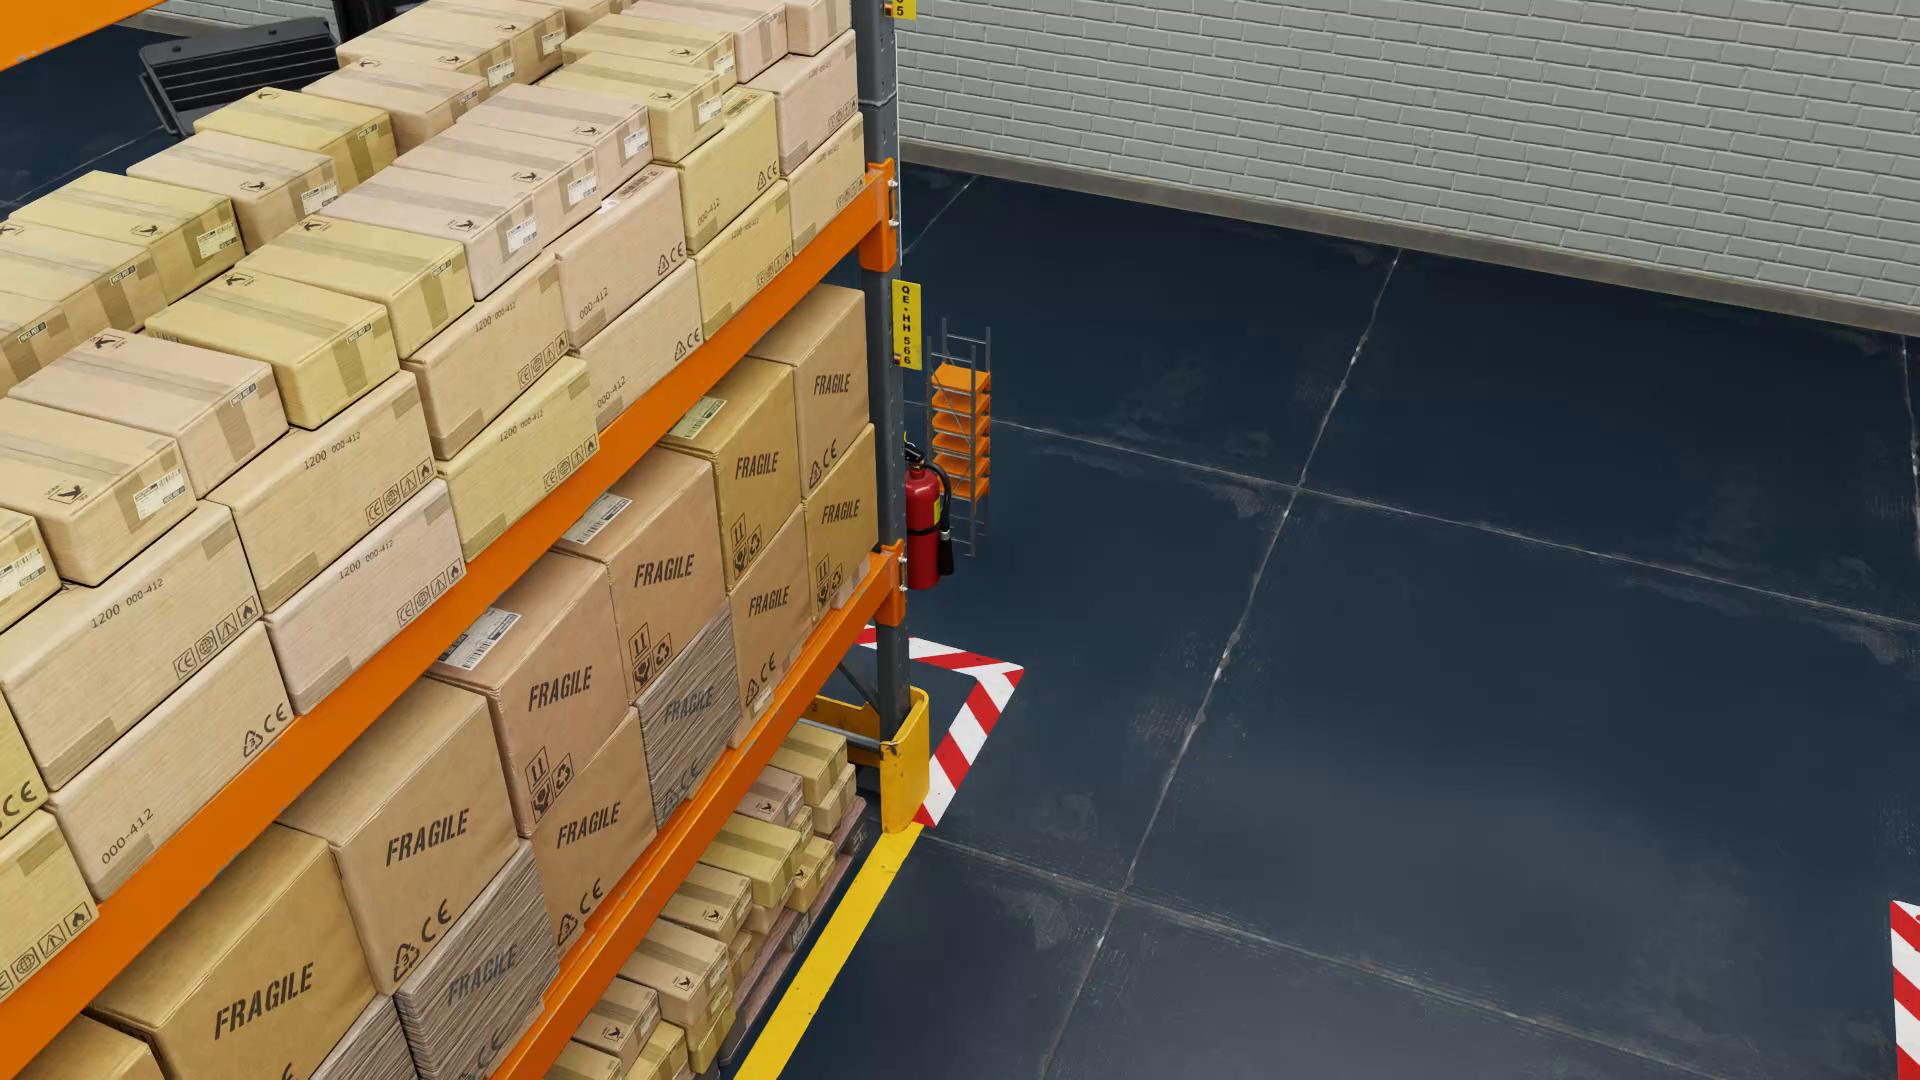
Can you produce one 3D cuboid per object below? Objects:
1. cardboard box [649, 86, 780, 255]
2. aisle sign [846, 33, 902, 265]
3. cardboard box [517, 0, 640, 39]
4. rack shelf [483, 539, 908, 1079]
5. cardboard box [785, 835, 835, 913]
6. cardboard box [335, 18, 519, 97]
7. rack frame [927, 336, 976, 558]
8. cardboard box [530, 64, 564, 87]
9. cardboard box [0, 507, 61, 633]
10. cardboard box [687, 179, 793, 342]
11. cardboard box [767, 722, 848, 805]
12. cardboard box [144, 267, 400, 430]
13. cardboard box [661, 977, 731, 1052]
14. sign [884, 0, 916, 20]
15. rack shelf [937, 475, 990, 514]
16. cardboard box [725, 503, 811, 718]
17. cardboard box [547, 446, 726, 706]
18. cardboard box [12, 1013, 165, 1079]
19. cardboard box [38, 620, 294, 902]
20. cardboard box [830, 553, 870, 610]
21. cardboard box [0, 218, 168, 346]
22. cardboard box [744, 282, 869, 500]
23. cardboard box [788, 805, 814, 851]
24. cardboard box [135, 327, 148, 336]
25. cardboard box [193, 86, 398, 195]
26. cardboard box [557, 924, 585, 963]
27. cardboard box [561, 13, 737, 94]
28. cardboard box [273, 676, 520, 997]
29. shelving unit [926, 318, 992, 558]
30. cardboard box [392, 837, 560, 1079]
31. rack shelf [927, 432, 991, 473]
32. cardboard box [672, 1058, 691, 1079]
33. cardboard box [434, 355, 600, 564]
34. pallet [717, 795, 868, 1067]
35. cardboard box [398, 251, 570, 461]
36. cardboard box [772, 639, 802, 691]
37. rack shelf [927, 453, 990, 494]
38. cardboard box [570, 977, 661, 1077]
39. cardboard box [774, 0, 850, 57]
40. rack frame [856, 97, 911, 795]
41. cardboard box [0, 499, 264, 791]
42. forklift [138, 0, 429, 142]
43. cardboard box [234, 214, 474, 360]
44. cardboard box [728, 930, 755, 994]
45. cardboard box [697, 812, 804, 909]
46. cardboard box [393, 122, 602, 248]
[{"bbox_3d":[-0.817,-1.012,4.402,0.500,0.250,0.500,13,39,17],"label":"cardboard box"},{"bbox_3d":[-0.378,-1.280,5.387,0.394,0.787,0.004,14,39,18],"label":"aisle sign"},{"bbox_3d":[-1.131,-1.503,4.727,0.380,0.149,0.250,15,39,20],"label":"cardboard box"},{"bbox_3d":[-1.444,1.129,4.937,1.077,0.370,4.000,14,39,18],"label":"rack shelf"},{"bbox_3d":[-0.695,1.212,6.256,0.380,0.149,0.250,15,39,19],"label":"cardboard box"},{"bbox_3d":[-1.395,-1.235,4.368,0.380,0.149,0.250,14,39,18],"label":"cardboard box"},{"bbox_3d":[-0.040,-0.422,7.914,0.240,1.200,0.006,14,39,18],"label":"rack frame"},{"bbox_3d":[-1.288,-1.135,4.567,0.500,0.250,0.500,13,39,17],"label":"cardboard box"},{"bbox_3d":[-1.693,0.046,2.654,0.380,0.149,0.250,13,39,17],"label":"cardboard box"},{"bbox_3d":[-0.799,-0.812,4.552,0.500,0.250,0.500,14,39,18],"label":"cardboard box"},{"bbox_3d":[-0.650,0.820,6.283,0.380,0.149,0.250,14,39,18],"label":"cardboard box"},{"bbox_3d":[-1.326,-0.376,3.218,0.380,0.149,0.250,16,40,20],"label":"cardboard box"},{"bbox_3d":[-1.001,1.523,5.590,0.380,0.149,0.250,14,39,18],"label":"cardboard box"},{"bbox_3d":[-0.178,-1.685,4.856,0.100,0.325,0.005,14,39,18],"label":"sign"},{"bbox_3d":[-0.005,-0.245,8.152,0.258,0.103,0.180,14,39,18],"label":"rack shelf"},{"bbox_3d":[-0.817,0.166,5.292,0.500,0.500,0.500,13,39,17],"label":"cardboard box"},{"bbox_3d":[-1.010,0.054,4.606,0.500,0.500,0.500,16,40,20],"label":"cardboard box"},{"bbox_3d":[-1.808,1.194,3.081,0.500,0.500,0.500,15,39,19],"label":"cardboard box"},{"bbox_3d":[-1.603,0.331,3.023,0.500,0.250,0.500,13,39,17],"label":"cardboard box"},{"bbox_3d":[-0.546,0.079,5.950,0.380,0.149,0.250,14,39,18],"label":"cardboard box"},{"bbox_3d":[-1.871,-0.511,3.398,0.380,0.149,0.250,14,39,17],"label":"cardboard box"},{"bbox_3d":[-0.627,-0.516,5.369,0.500,0.500,0.500,13,39,17],"label":"cardboard box"},{"bbox_3d":[-0.770,1.078,6.186,0.380,0.149,0.250,13,39,17],"label":"cardboard box"},{"bbox_3d":[-1.862,-0.282,3.426,0.500,0.250,0.500,15,39,20],"label":"cardboard box"},{"bbox_3d":[-1.583,-0.944,3.978,0.380,0.149,0.250,15,39,19],"label":"cardboard box"},{"bbox_3d":[-1.280,1.067,4.628,0.380,0.149,0.250,15,39,19],"label":"cardboard box"},{"bbox_3d":[-0.819,-1.260,4.401,0.380,0.149,0.250,13,39,16],"label":"cardboard box"},{"bbox_3d":[-1.405,0.632,3.834,0.500,0.500,0.500,14,39,18],"label":"cardboard box"},{"bbox_3d":[-0.005,-0.473,7.982,0.258,1.200,0.189,14,39,18],"label":"shelving unit"},{"bbox_3d":[-1.377,1.026,4.142,0.500,0.500,0.500,13,39,17],"label":"cardboard box"},{"bbox_3d":[-0.005,-0.437,8.008,0.258,0.103,0.180,14,39,18],"label":"rack shelf"},{"bbox_3d":[-1.119,1.780,5.495,0.380,0.149,0.250,15,39,19],"label":"cardboard box"},{"bbox_3d":[-1.184,-0.241,3.789,0.500,0.250,0.500,16,40,20],"label":"cardboard box"},{"bbox_3d":[-1.054,1.334,6.390,1.003,0.211,1.213,14,39,18],"label":"pallet"},{"bbox_3d":[-1.217,-0.452,3.653,0.500,0.250,0.500,12,38,16],"label":"cardboard box"},{"bbox_3d":[-0.757,0.350,5.587,0.380,0.149,0.250,13,39,17],"label":"cardboard box"},{"bbox_3d":[-0.005,-0.341,8.080,0.258,0.103,0.180,14,39,18],"label":"rack shelf"},{"bbox_3d":[-1.191,1.529,5.334,0.380,0.149,0.250,13,39,16],"label":"cardboard box"},{"bbox_3d":[-0.538,-1.517,4.745,0.380,0.149,0.250,14,39,17],"label":"cardboard box"},{"bbox_3d":[-0.683,-0.266,6.203,1.000,3.000,0.127,14,39,18],"label":"rack frame"},{"bbox_3d":[-1.606,0.120,2.888,0.500,0.250,0.500,14,39,18],"label":"cardboard box"},{"bbox_3d":[-2.767,-1.093,7.366,3.031,2.935,1.130,-20,41,-24],"label":"forklift"},{"bbox_3d":[-1.239,-0.524,3.416,0.380,0.149,0.250,13,39,16],"label":"cardboard box"},{"bbox_3d":[-0.957,1.478,5.899,0.380,0.149,0.250,14,39,18],"label":"cardboard box"},{"bbox_3d":[-0.780,1.118,5.884,0.380,0.149,0.250,13,39,17],"label":"cardboard box"},{"bbox_3d":[-1.055,-0.815,3.806,0.380,0.149,0.250,15,39,19],"label":"cardboard box"}]
